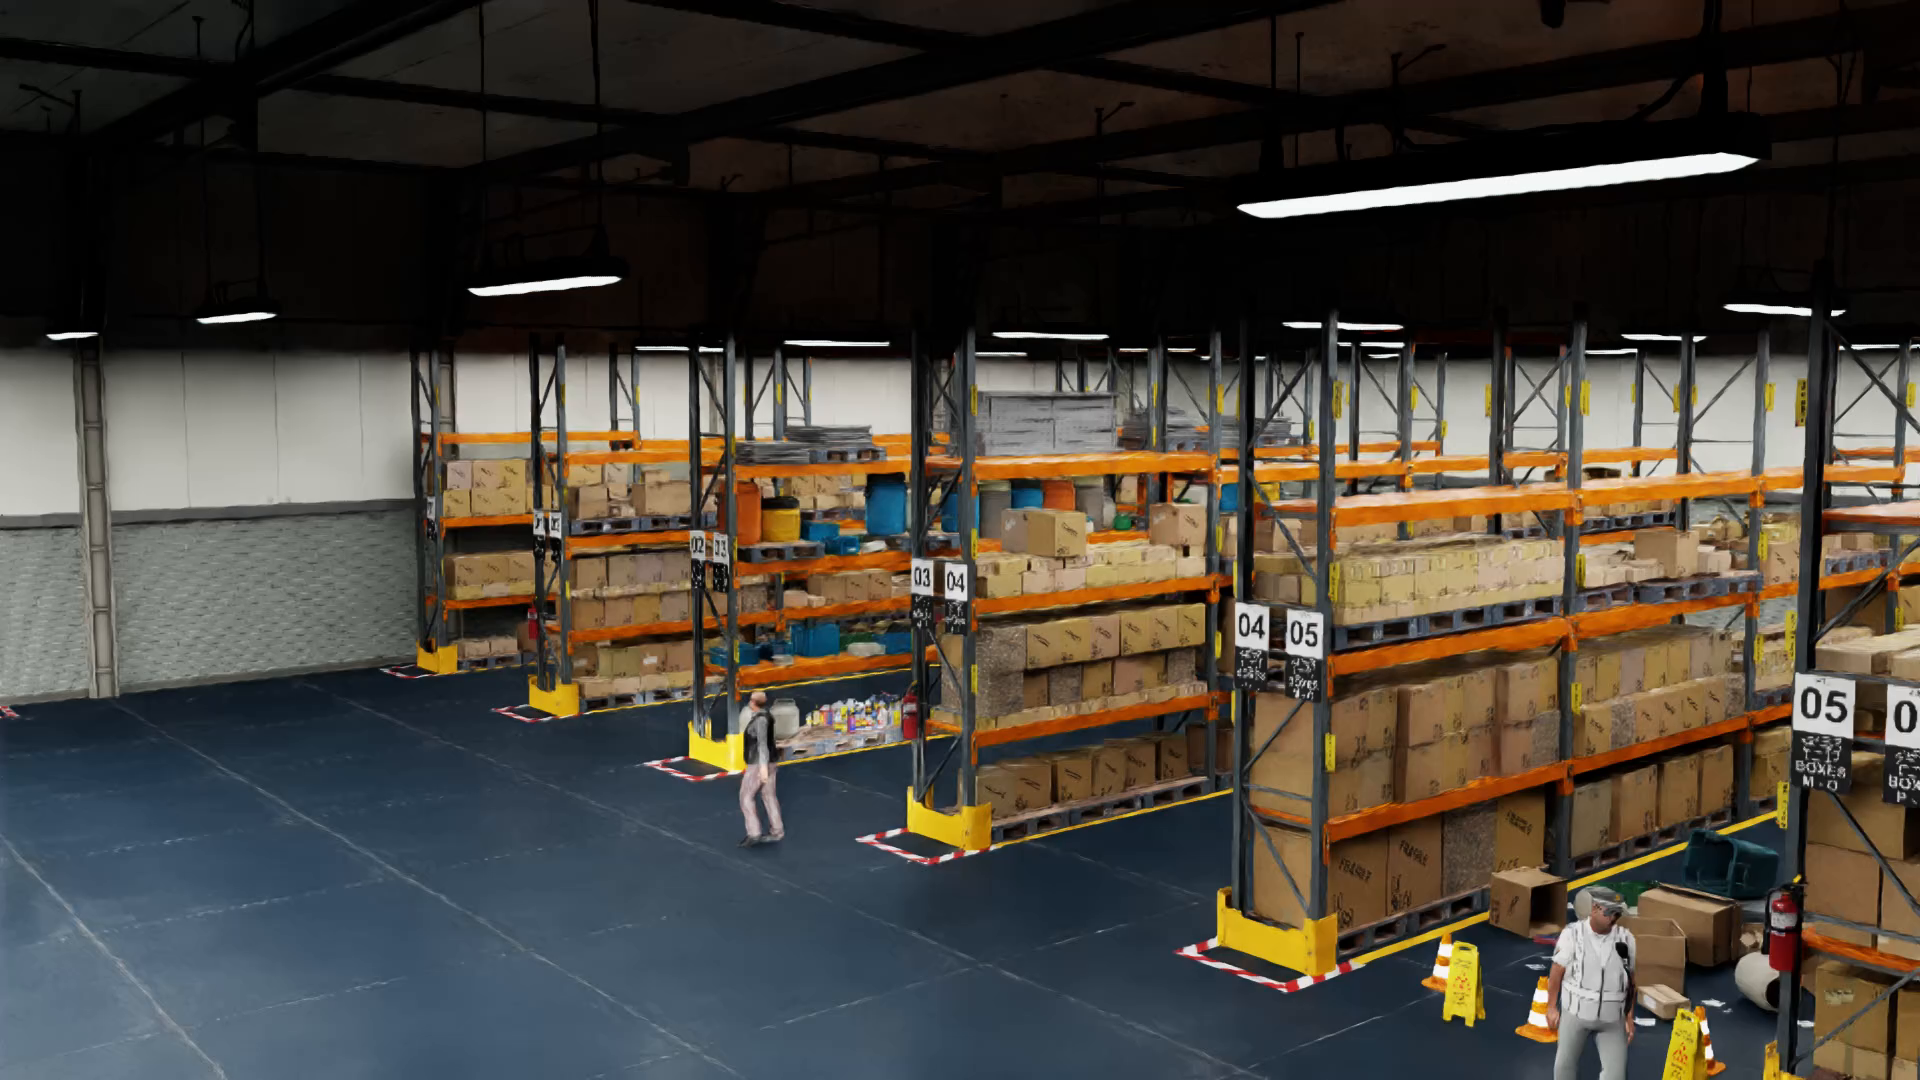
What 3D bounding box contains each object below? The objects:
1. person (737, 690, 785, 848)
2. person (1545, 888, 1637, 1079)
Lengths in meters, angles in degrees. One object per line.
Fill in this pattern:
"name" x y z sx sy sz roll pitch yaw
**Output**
"person" -2.221 2.572 18.832 0.501 1.731 0.639 1 5 14
"person" 4.307 3.242 11.448 0.644 1.754 0.493 1 5 11
